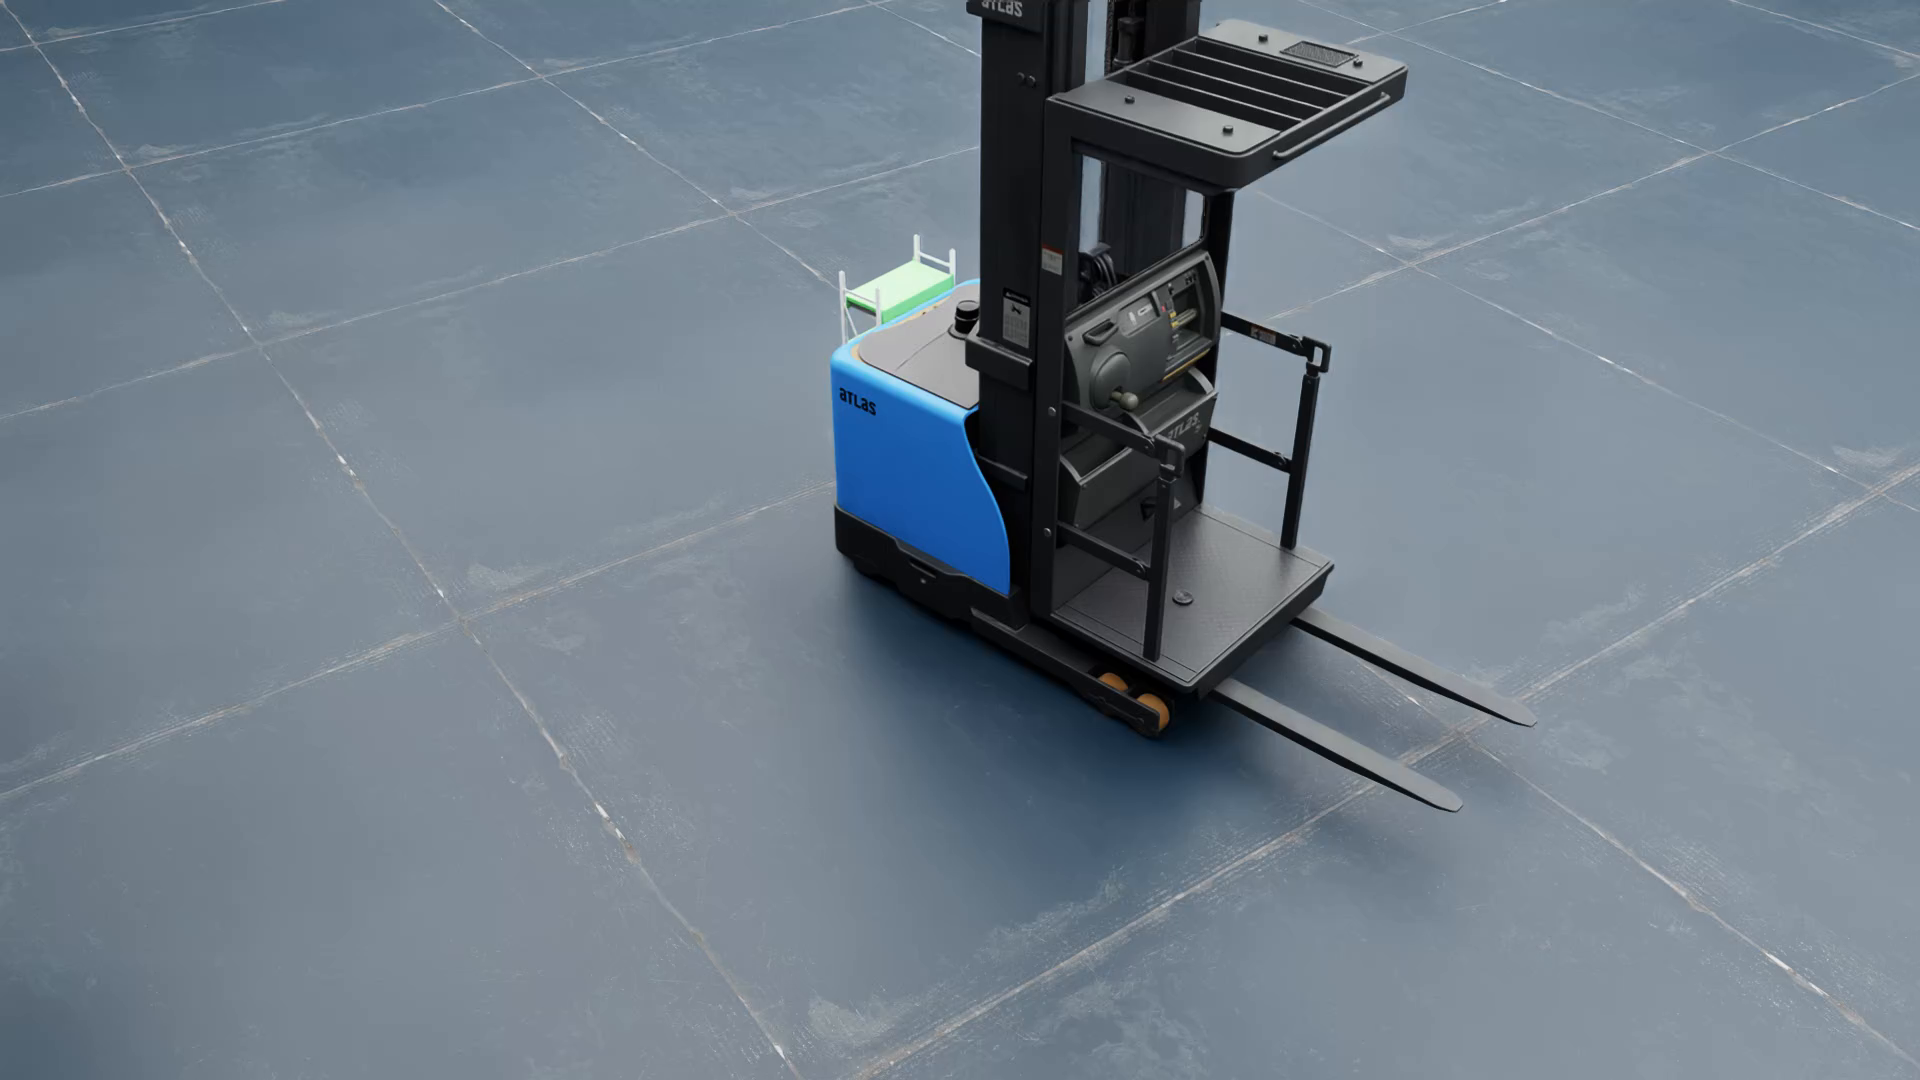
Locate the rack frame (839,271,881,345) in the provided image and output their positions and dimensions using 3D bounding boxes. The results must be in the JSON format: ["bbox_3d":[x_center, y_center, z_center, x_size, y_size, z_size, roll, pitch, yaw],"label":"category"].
[{"bbox_3d":[-0.439,-0.652,7.629,0.240,1.200,0.015,27,44,32],"label":"rack frame"}]

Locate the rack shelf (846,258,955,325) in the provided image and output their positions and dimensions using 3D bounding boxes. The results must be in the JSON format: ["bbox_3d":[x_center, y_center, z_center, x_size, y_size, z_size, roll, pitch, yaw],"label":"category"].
[{"bbox_3d":[-0.278,-1.097,7.535,0.258,0.148,0.480,27,44,32],"label":"rack shelf"}]

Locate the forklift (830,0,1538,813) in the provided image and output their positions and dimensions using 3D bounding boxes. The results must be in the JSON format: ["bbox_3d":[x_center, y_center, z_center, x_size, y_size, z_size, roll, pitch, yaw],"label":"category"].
[{"bbox_3d":[0.873,-0.755,6.290,3.031,2.935,1.130,27,44,32],"label":"forklift"}]

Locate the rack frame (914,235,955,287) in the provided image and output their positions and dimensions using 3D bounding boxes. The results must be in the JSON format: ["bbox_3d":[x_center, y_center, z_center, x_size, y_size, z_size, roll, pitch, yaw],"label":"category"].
[{"bbox_3d":[-0.117,-0.866,7.927,0.240,1.200,0.015,27,44,32],"label":"rack frame"}]

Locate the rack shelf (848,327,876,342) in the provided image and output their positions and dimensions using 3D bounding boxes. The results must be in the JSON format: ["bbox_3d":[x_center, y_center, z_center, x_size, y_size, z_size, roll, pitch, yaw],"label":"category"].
[{"bbox_3d":[-0.278,-0.902,7.675,0.258,0.148,0.480,27,44,32],"label":"rack shelf"}]

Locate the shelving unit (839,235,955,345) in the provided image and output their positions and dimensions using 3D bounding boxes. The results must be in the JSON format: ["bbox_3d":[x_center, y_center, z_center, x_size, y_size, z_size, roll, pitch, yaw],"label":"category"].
[{"bbox_3d":[-0.278,-0.759,7.778,0.258,1.200,0.503,27,44,32],"label":"shelving unit"}]
